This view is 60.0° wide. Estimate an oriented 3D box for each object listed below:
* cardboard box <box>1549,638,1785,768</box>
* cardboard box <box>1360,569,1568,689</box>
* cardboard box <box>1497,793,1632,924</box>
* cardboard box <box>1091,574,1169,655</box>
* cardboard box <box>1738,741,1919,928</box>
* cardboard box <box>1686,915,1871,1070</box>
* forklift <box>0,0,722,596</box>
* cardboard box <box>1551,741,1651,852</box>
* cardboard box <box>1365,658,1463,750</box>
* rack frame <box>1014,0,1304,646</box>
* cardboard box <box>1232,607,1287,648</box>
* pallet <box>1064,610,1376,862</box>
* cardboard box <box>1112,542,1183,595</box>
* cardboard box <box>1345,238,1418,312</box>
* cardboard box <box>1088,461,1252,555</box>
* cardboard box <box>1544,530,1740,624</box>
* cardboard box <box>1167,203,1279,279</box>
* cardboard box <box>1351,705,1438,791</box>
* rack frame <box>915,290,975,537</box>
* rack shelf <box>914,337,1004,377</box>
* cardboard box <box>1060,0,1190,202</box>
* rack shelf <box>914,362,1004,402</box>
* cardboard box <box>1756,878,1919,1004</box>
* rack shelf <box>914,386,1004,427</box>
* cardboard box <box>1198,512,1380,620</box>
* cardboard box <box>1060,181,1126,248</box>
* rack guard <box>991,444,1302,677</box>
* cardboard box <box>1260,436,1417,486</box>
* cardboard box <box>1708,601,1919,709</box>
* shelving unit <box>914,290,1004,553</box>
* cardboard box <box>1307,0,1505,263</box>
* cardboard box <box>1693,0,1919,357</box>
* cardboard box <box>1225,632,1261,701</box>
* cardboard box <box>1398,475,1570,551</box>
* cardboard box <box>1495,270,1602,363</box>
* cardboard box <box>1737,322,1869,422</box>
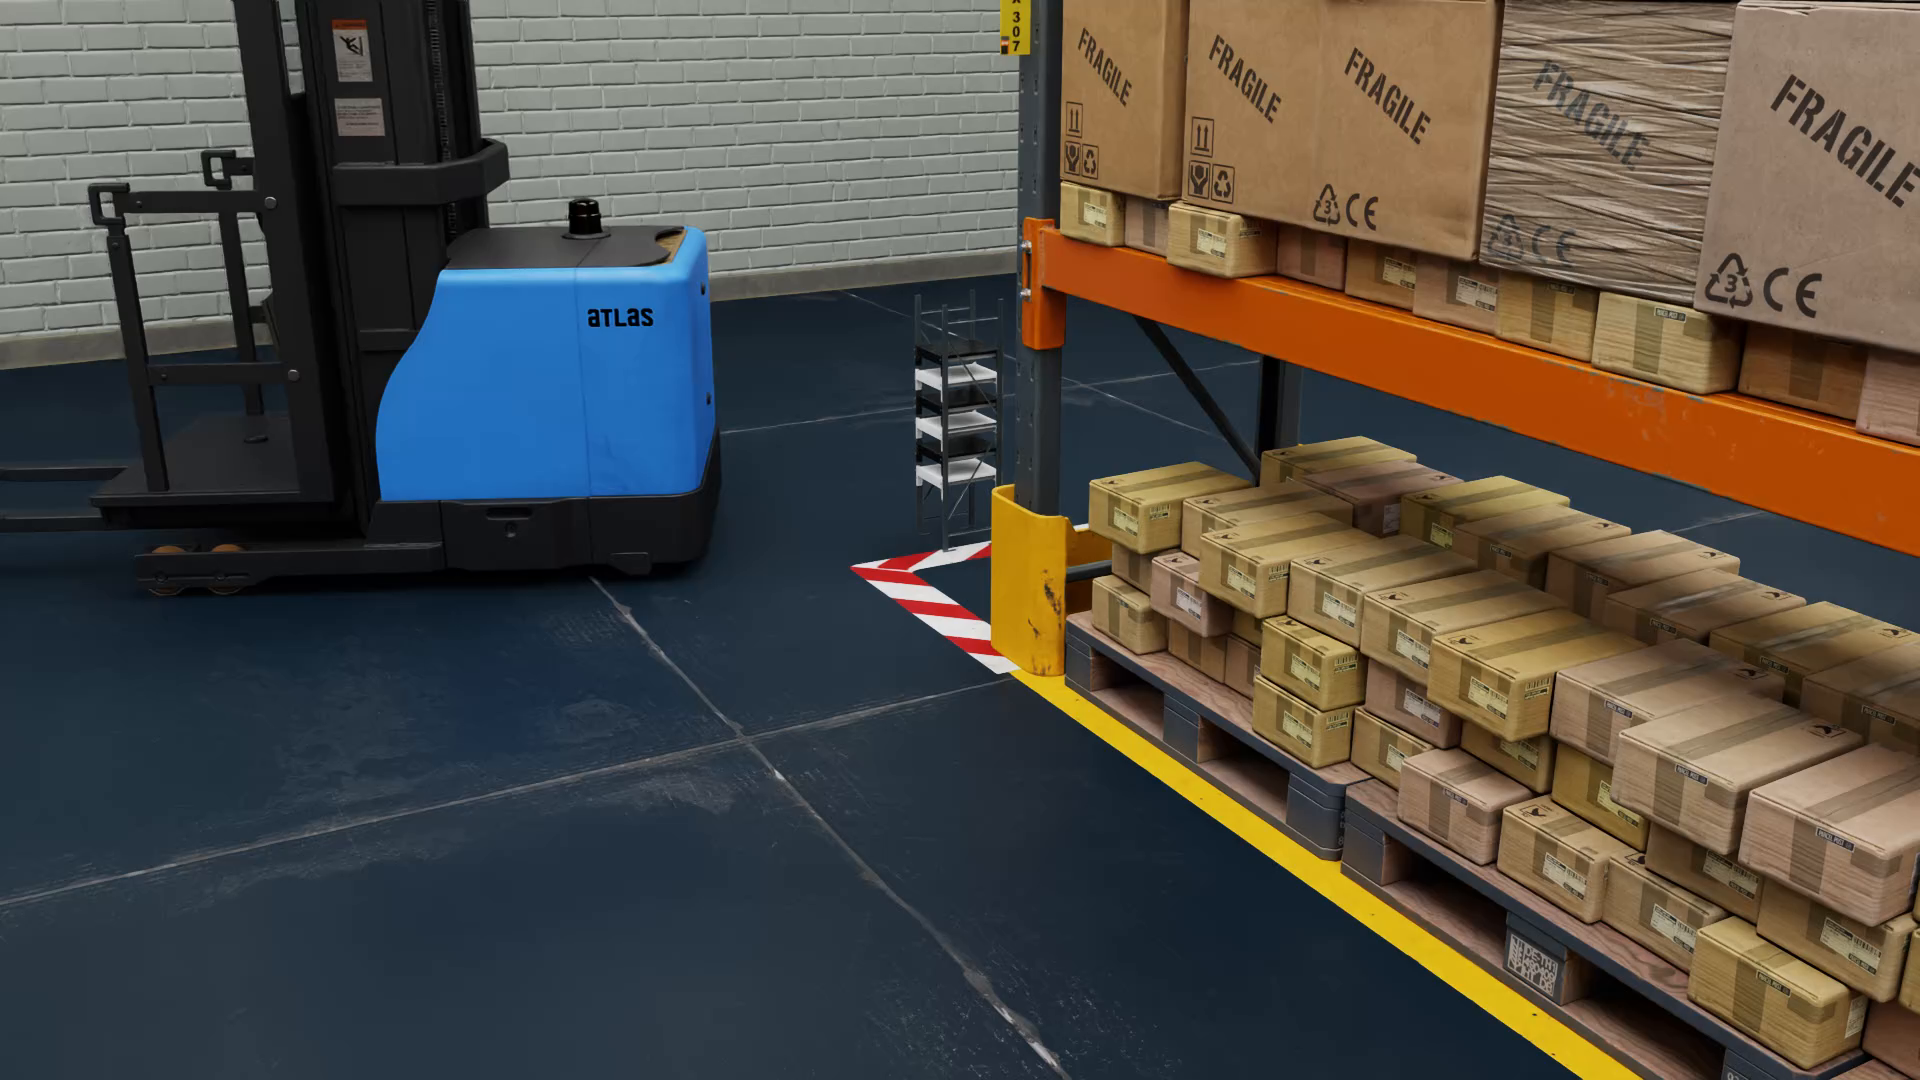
[{"bbox_3d":[1.428,0.339,3.365,0.380,0.149,0.250,-10,21,-27],"label":"cardboard box"},{"bbox_3d":[1.140,0.199,3.770,0.380,0.149,0.250,-9,21,-25],"label":"cardboard box"},{"bbox_3d":[1.346,0.627,3.442,0.380,0.149,0.250,-10,21,-27],"label":"cardboard box"},{"bbox_3d":[0.599,0.185,4.723,0.380,0.149,0.250,-10,21,-26],"label":"cardboard box"},{"bbox_3d":[1.588,0.503,2.890,0.380,0.149,0.250,-11,22,-29],"label":"cardboard box"},{"bbox_3d":[1.554,0.777,3.009,0.380,0.149,0.250,-10,21,-27],"label":"cardboard box"},{"bbox_3d":[-2.422,-1.376,5.625,3.031,2.935,1.130,-1,19,-4],"label":"forklift"},{"bbox_3d":[1.450,0.481,3.409,0.380,0.149,0.250,-9,21,-24],"label":"cardboard box"},{"bbox_3d":[1.165,0.331,3.845,0.380,0.149,0.250,-11,22,-29],"label":"cardboard box"},{"bbox_3d":[0.632,-1.164,4.906,1.000,3.000,0.127,-10,21,-27],"label":"rack frame"},{"bbox_3d":[0.930,0.179,4.286,0.380,0.149,0.250,-10,21,-26],"label":"cardboard box"},{"bbox_3d":[1.023,0.415,4.606,1.003,0.211,1.213,-10,21,-27],"label":"pallet"},{"bbox_3d":[0.655,0.035,4.703,0.380,0.149,0.250,-9,21,-24],"label":"cardboard box"},{"bbox_3d":[1.086,-0.614,3.698,0.380,0.149,0.250,-10,22,-27],"label":"cardboard box"},{"bbox_3d":[0.582,-0.093,4.617,0.380,0.149,0.250,-11,22,-29],"label":"cardboard box"},{"bbox_3d":[1.654,0.105,4.043,0.380,0.149,0.250,-9,21,-25],"label":"cardboard box"},{"bbox_3d":[0.736,-0.749,4.089,0.380,0.149,0.250,-11,22,-28],"label":"cardboard box"},{"bbox_3d":[1.150,0.467,3.907,0.380,0.149,0.250,-10,21,-27],"label":"cardboard box"},{"bbox_3d":[-0.052,-0.457,6.076,0.240,0.900,0.006,-10,21,-27],"label":"rack frame"},{"bbox_3d":[-0.004,-0.652,5.914,0.258,0.077,0.200,-10,21,-27],"label":"rack shelf"},{"bbox_3d":[0.602,-1.180,4.344,0.500,0.500,0.500,-9,21,-24],"label":"cardboard box"},{"bbox_3d":[-0.004,-0.566,5.944,0.258,0.077,0.200,-10,21,-27],"label":"rack shelf"},{"bbox_3d":[1.649,0.644,2.936,0.380,0.149,0.250,-9,21,-25],"label":"cardboard box"},{"bbox_3d":[-0.004,-0.481,5.973,0.258,0.077,0.200,-10,21,-27],"label":"rack shelf"},{"bbox_3d":[0.826,0.060,4.174,0.380,0.149,0.250,-10,21,-27],"label":"cardboard box"},{"bbox_3d":[0.498,-0.901,4.530,0.380,0.149,0.250,-10,21,-27],"label":"cardboard box"},{"bbox_3d":[0.668,0.040,5.250,1.175,0.500,0.348,-10,21,-27],"label":"rack guard"},{"bbox_3d":[1.107,-0.183,4.879,0.380,0.149,0.250,-10,21,-26],"label":"cardboard box"},{"bbox_3d":[1.831,0.269,3.569,0.380,0.149,0.250,-10,21,-26],"label":"cardboard box"},{"bbox_3d":[-0.004,-0.428,5.992,0.258,0.900,0.210,-10,21,-27],"label":"shelving unit"},{"bbox_3d":[1.100,-0.888,3.496,0.500,0.500,0.500,-10,21,-26],"label":"cardboard box"},{"bbox_3d":[1.573,-0.591,2.636,0.500,0.500,0.500,-10,21,-27],"label":"cardboard box"},{"bbox_3d":[0.920,0.318,4.338,0.380,0.149,0.250,-10,21,-26],"label":"cardboard box"},{"bbox_3d":[1.410,-0.048,4.485,0.380,0.149,0.250,-11,22,-28],"label":"cardboard box"},{"bbox_3d":[1.283,-0.461,3.255,0.380,0.149,0.250,-9,21,-25],"label":"cardboard box"},{"bbox_3d":[1.567,-0.318,2.840,0.380,0.149,0.250,-10,22,-27],"label":"cardboard box"}]
